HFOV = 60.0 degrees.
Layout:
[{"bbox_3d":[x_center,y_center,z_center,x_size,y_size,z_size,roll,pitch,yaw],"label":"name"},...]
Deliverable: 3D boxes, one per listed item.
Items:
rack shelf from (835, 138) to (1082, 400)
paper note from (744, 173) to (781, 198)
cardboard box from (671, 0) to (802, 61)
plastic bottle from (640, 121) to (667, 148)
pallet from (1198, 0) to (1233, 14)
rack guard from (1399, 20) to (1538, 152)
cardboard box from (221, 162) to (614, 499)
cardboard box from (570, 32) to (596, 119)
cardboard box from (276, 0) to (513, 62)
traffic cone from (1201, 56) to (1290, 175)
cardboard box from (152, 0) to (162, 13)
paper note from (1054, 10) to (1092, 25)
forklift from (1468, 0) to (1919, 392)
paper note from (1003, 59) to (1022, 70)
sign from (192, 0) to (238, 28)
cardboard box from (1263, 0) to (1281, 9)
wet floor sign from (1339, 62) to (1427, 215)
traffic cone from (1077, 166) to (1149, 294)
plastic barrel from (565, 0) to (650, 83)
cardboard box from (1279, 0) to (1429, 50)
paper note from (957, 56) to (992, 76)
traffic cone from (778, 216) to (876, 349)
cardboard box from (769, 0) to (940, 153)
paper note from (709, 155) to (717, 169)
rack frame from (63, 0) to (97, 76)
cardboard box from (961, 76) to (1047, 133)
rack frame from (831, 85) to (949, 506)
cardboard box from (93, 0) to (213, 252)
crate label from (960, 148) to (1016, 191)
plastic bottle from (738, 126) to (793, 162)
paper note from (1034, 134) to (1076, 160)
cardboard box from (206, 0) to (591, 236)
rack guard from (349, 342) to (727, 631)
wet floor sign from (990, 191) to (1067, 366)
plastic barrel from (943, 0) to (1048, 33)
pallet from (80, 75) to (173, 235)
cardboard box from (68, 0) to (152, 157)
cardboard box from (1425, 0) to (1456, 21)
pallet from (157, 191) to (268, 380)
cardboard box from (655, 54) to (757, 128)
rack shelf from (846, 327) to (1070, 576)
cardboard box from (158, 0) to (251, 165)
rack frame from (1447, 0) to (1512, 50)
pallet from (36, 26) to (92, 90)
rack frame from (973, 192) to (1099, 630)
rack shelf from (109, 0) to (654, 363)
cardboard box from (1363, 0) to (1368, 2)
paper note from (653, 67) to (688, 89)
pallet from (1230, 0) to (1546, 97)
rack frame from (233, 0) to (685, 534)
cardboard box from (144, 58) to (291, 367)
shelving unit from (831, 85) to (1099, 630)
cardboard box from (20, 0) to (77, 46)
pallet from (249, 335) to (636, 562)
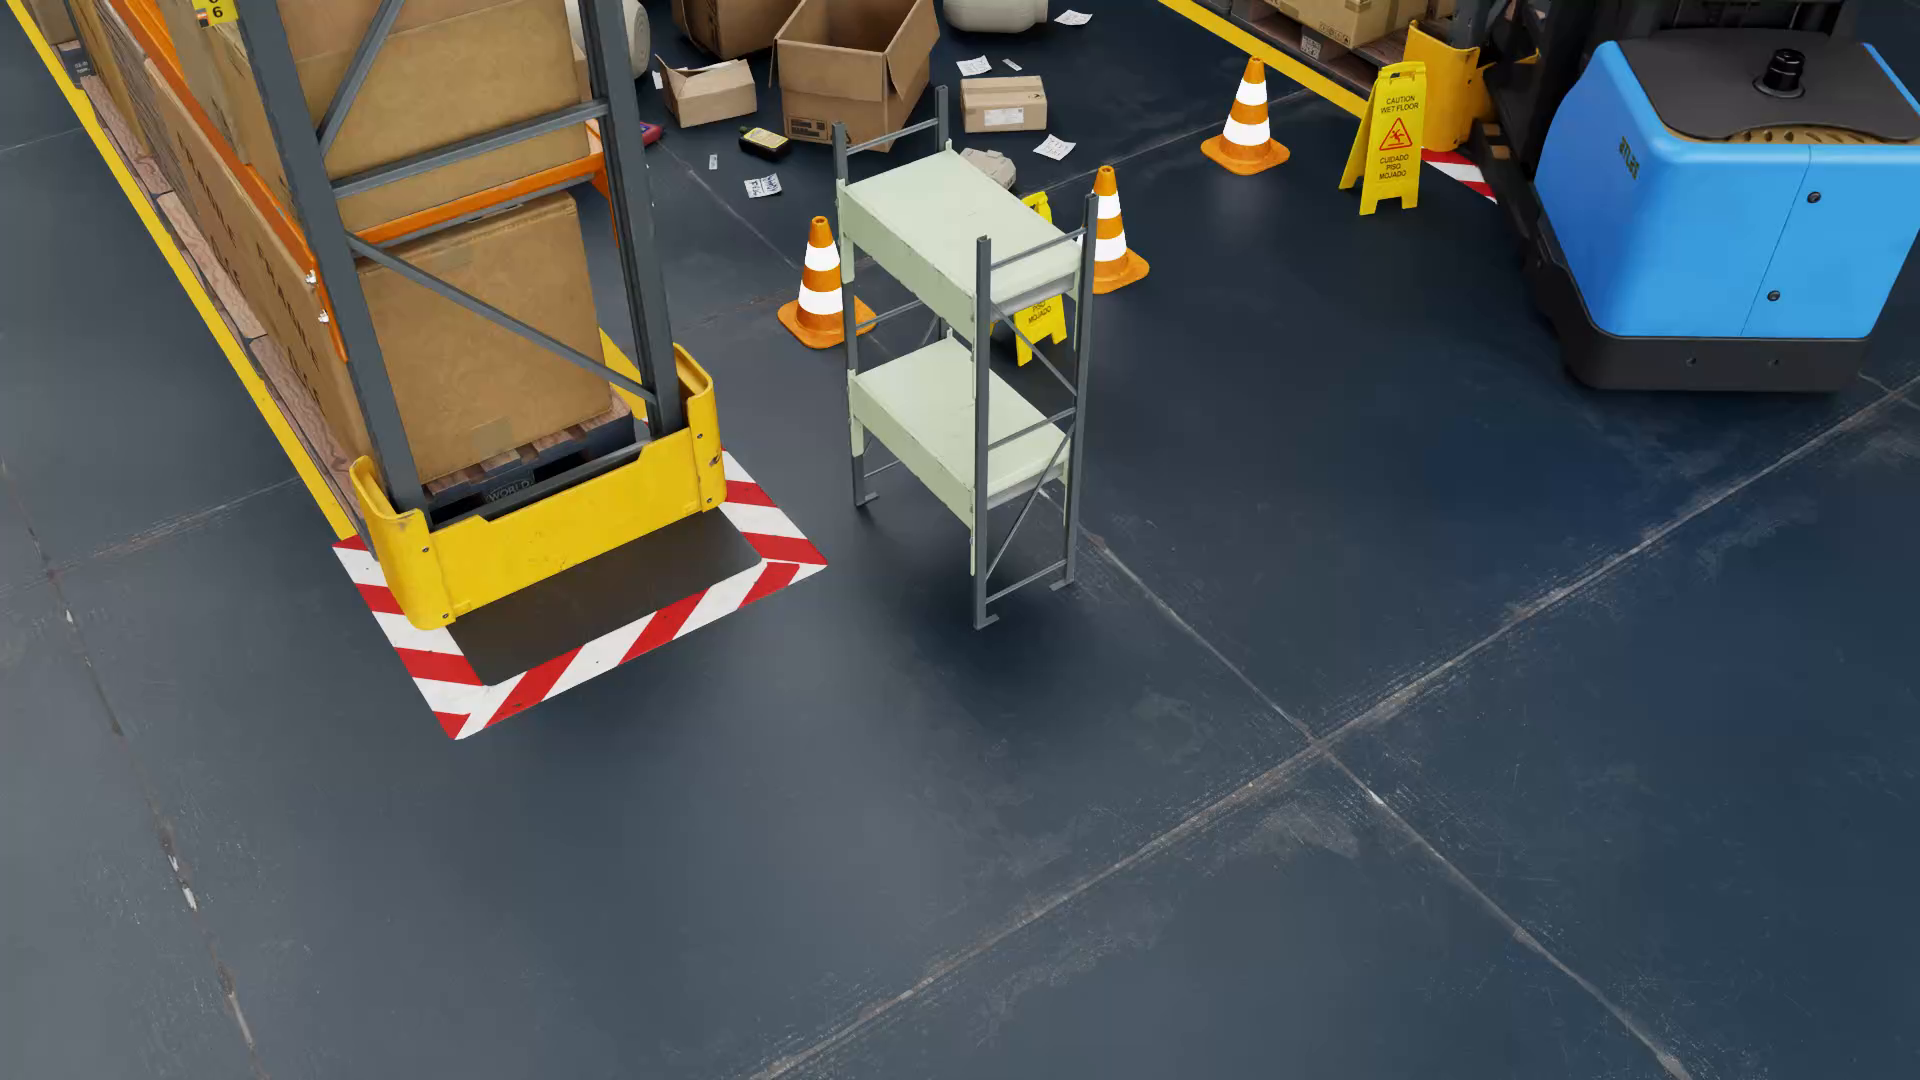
[{"bbox_3d":[0.004,-0.821,4.959,0.431,0.370,0.720,-26,49,-24],"label":"rack shelf"},{"bbox_3d":[-0.875,-1.573,7.377,0.144,0.017,0.142,-10,45,-11],"label":"paper note"},{"bbox_3d":[-1.015,-2.792,8.212,0.797,0.637,0.503,-26,49,-24],"label":"cardboard box"},{"bbox_3d":[-1.485,-1.857,7.651,0.133,0.061,0.283,26,49,25],"label":"plastic bottle"},{"bbox_3d":[1.435,-3.324,9.079,1.003,0.211,1.213,-26,49,-24],"label":"pallet"},{"bbox_3d":[2.565,-2.264,7.759,1.175,0.500,0.348,-26,49,-24],"label":"rack guard"},{"bbox_3d":[-1.836,-0.854,5.707,0.875,0.875,0.875,-25,49,-24],"label":"cardboard box"},{"bbox_3d":[-1.953,-2.001,7.482,0.500,0.500,0.500,-18,46,-18],"label":"cardboard box"},{"bbox_3d":[-1.575,-1.783,4.555,0.875,0.550,0.550,-26,49,-24],"label":"cardboard box"},{"bbox_3d":[1.304,-1.941,7.449,0.336,0.463,0.334,-26,49,-24],"label":"traffic cone"},{"bbox_3d":[-2.531,-2.312,5.891,0.875,0.550,0.500,-26,49,-24],"label":"cardboard box"},{"bbox_3d":[0.584,-2.685,8.540,0.148,0.019,0.142,26,49,25],"label":"paper note"},{"bbox_3d":[2.877,-2.612,6.363,1.130,2.935,3.031,1,44,1],"label":"forklift"},{"bbox_3d":[0.258,-2.343,8.197,0.032,0.001,0.123,-26,49,-24],"label":"paper note"},{"bbox_3d":[-1.847,-1.410,4.045,0.100,0.325,0.005,-26,49,-24],"label":"sign"},{"bbox_3d":[1.635,-2.930,8.335,0.500,0.250,0.500,-26,49,-24],"label":"cardboard box"},{"bbox_3d":[1.839,-1.743,7.109,0.267,0.644,0.232,-10,45,-11],"label":"wet floor sign"},{"bbox_3d":[0.588,-1.310,6.788,0.336,0.463,0.334,-26,49,-24],"label":"traffic cone"},{"bbox_3d":[-1.775,-2.409,7.967,0.512,0.421,0.421,4,44,4],"label":"plastic barrel"},{"bbox_3d":[1.911,-2.648,8.038,0.500,0.250,0.500,-26,49,-25],"label":"cardboard box"},{"bbox_3d":[0.072,-2.336,8.184,0.148,0.019,0.142,-10,45,-11],"label":"paper note"},{"bbox_3d":[-0.533,-1.057,6.522,0.336,0.463,0.334,-26,49,-24],"label":"traffic cone"},{"bbox_3d":[-0.473,-2.217,7.708,0.637,0.503,0.797,11,45,11],"label":"cardboard box"},{"bbox_3d":[-1.119,-1.714,7.538,0.032,0.001,0.123,-3,44,-4],"label":"paper note"},{"bbox_3d":[-3.682,-3.378,7.116,1.000,3.000,0.127,-26,49,-24],"label":"rack frame"},{"bbox_3d":[0.202,-2.038,7.777,0.380,0.149,0.250,-3,44,-4],"label":"cardboard box"},{"bbox_3d":[-0.206,-0.746,5.445,0.400,1.500,0.023,-26,49,-24],"label":"rack frame"},{"bbox_3d":[-2.861,-1.868,6.769,0.875,0.875,0.875,-25,49,-24],"label":"cardboard box"},{"bbox_3d":[0.087,-1.613,7.341,0.298,0.136,0.250,18,47,18],"label":"crate label"},{"bbox_3d":[-0.917,-1.824,7.616,0.283,0.061,0.133,26,49,25],"label":"plastic bottle"},{"bbox_3d":[0.435,-1.800,7.614,0.142,0.019,0.148,26,49,25],"label":"paper note"},{"bbox_3d":[-1.644,-1.359,4.893,0.875,0.550,0.550,-26,49,-24],"label":"cardboard box"},{"bbox_3d":[-1.380,-0.195,5.592,1.175,0.500,0.348,-26,49,-24],"label":"rack guard"},{"bbox_3d":[0.246,-1.027,6.358,0.267,0.644,0.232,-35,53,-31],"label":"wet floor sign"},{"bbox_3d":[0.185,-2.765,8.340,0.512,0.421,0.421,4,44,4],"label":"plastic barrel"},{"bbox_3d":[-3.312,-1.908,7.595,1.003,0.211,1.213,-26,49,-24],"label":"pallet"},{"bbox_3d":[-3.380,-2.377,7.303,0.875,0.875,0.875,-25,49,-24],"label":"cardboard box"},{"bbox_3d":[2.373,-2.849,8.249,0.500,0.250,0.500,-26,49,-25],"label":"cardboard box"},{"bbox_3d":[-2.610,-1.216,6.871,1.003,0.211,1.213,-26,49,-24],"label":"pallet"},{"bbox_3d":[-1.188,-2.143,7.803,0.396,0.266,0.258,-18,46,-18],"label":"cardboard box"},{"bbox_3d":[0.004,-0.303,5.453,0.431,0.370,0.720,-26,49,-24],"label":"rack shelf"},{"bbox_3d":[-1.976,-1.662,5.210,0.875,0.550,0.550,-26,49,-24],"label":"cardboard box"},{"bbox_3d":[2.608,-3.125,6.851,1.000,3.000,0.127,-26,49,-24],"label":"rack frame"},{"bbox_3d":[-4.186,-2.777,8.506,1.003,0.211,1.213,-26,49,-24],"label":"pallet"},{"bbox_3d":[0.213,-0.331,5.011,0.400,1.500,0.023,-26,49,-24],"label":"rack frame"},{"bbox_3d":[-2.538,-1.985,6.178,1.077,0.370,4.000,-26,49,-24],"label":"rack shelf"},{"bbox_3d":[1.936,-2.904,7.764,0.500,0.500,0.500,-25,49,-24],"label":"cardboard box"},{"bbox_3d":[-1.405,-2.255,8.096,0.172,0.023,0.155,-10,45,-11],"label":"paper note"},{"bbox_3d":[2.129,-2.634,8.356,1.003,0.211,1.213,-26,49,-24],"label":"pallet"},{"bbox_3d":[-1.394,-1.112,4.743,1.000,3.000,0.127,-26,49,-24],"label":"rack frame"},{"bbox_3d":[-2.341,-1.351,6.228,0.875,0.875,0.875,-26,50,-25],"label":"cardboard box"},{"bbox_3d":[0.004,-0.539,5.228,0.431,1.500,0.755,-26,49,-24],"label":"shelving unit"},{"bbox_3d":[-4.111,-3.032,8.079,1.050,0.750,0.750,-26,49,-25],"label":"cardboard box"},{"bbox_3d":[-1.916,-0.526,6.148,1.003,0.211,1.213,-26,49,-24],"label":"pallet"}]
